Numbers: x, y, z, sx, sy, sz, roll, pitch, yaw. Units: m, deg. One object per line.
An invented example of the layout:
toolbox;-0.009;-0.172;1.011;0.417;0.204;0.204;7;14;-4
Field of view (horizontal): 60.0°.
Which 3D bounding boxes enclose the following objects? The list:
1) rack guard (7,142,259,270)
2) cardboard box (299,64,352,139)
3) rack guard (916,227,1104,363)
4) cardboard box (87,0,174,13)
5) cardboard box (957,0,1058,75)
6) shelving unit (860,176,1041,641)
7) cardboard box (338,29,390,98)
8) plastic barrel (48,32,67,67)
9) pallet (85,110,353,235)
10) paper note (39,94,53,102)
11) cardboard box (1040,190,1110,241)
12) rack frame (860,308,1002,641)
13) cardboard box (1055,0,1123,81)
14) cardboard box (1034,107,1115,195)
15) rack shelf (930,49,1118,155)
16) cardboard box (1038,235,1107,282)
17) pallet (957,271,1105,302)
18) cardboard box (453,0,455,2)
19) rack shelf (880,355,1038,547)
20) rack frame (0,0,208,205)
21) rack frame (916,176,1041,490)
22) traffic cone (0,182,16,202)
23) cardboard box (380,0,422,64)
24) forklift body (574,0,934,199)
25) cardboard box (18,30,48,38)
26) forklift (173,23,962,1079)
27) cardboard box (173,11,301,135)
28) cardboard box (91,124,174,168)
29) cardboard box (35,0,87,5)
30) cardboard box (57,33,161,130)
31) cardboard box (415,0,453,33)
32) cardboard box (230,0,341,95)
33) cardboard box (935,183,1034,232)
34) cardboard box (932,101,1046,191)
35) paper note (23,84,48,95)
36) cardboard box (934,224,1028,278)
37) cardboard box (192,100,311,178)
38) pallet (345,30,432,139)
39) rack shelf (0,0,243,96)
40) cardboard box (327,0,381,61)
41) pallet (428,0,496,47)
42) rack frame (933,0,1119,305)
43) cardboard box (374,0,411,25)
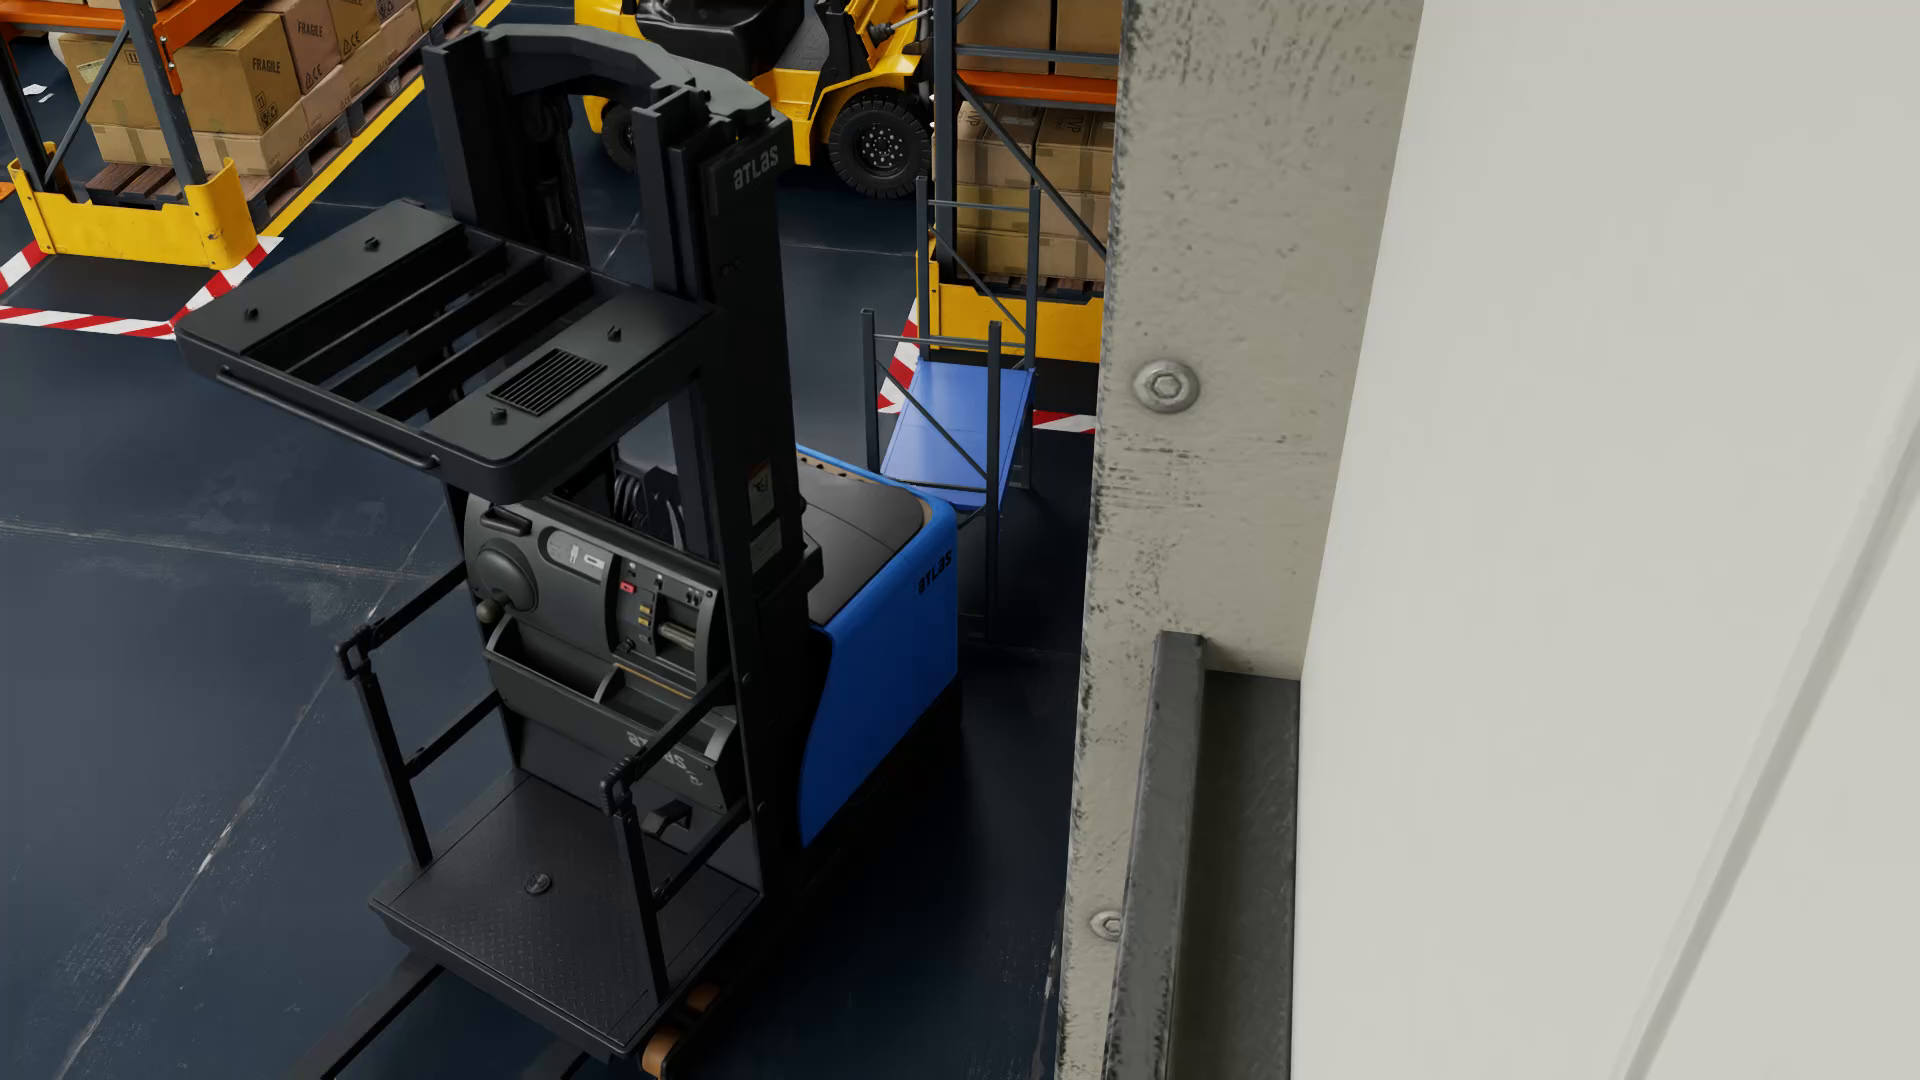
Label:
rack guard;-4.493;-1.823;9.063;1.175;0.500;0.348;6;40;8
cardboard box;-3.998;-2.636;9.913;0.500;0.250;0.500;8;40;9
rack guard;0.379;-1.215;8.328;1.175;0.500;0.348;6;40;8
cardboard box;-4.243;-2.832;8.519;0.380;0.149;0.250;7;40;8
cardboard box;0.210;-2.570;7.926;0.500;0.500;0.500;6;40;7
shelving unit;-0.015;-0.524;6.707;0.538;1.500;1.048;6;40;8
cardboard box;-3.916;-2.980;10.329;0.500;0.250;0.500;9;40;11
plastic barrel;-5.640;-3.209;10.799;0.421;0.421;0.512;-28;47;-30
pallet;-4.318;-2.218;9.767;1.003;0.211;1.213;6;40;8
paper note;-5.867;-2.839;10.676;0.032;0.001;0.123;6;40;8
cardboard box;0.669;-1.761;8.462;0.500;0.250;0.500;7;40;8
rack frame;-0.103;-0.205;6.321;0.500;1.500;0.032;6;40;8
cardboard box;0.743;-2.513;7.856;0.500;0.500;0.500;8;40;9
cardboard box;0.653;-1.962;8.313;0.500;0.250;0.500;6;40;7
rack shelf;0.729;-3.172;9.297;1.077;0.370;4.000;6;40;8
cardboard box;0.661;-1.583;8.638;0.500;0.250;0.500;7;40;8
pallet;0.474;-1.604;9.024;1.003;0.211;1.213;6;40;8
cardboard box;-3.651;-3.951;11.502;0.500;0.250;0.500;8;40;10
rack shelf;-0.015;-0.386;6.822;0.538;0.185;1.000;6;40;8
rack frame;-4.506;-2.739;8.208;1.000;3.000;0.127;6;40;8
rack frame;0.073;-0.844;7.093;0.500;1.500;0.032;6;40;8
traffic cone;-5.702;-2.173;9.515;0.336;0.463;0.334;6;40;8
cardboard box;-3.826;-3.297;10.712;0.500;0.250;0.500;7;40;8
forklift body;-1.085;-3.258;9.502;2.313;2.155;1.214;6;40;8
cardboard box;-6.542;-3.798;11.343;0.797;0.637;0.503;6;40;8
forklift;-1.191;0.215;4.690;1.130;2.935;3.031;21;44;24
cardboard box;-4.091;-2.621;9.305;0.500;0.500;0.500;5;40;6
cardboard box;-4.627;-2.393;9.618;0.500;0.250;0.500;6;40;7
cardboard box;-4.652;-2.900;8.601;0.380;0.149;0.250;8;40;9
cardboard box;-4.624;-2.661;9.355;0.500;0.500;0.500;7;40;8
cardboard box;-3.734;-3.615;11.097;0.500;0.250;0.500;5;40;6
cardboard box;-4.004;-2.949;9.703;0.500;0.500;0.500;5;40;6
cardboard box;0.160;-1.828;8.543;0.500;0.250;0.500;6;40;7
cardboard box;0.156;-2.005;8.364;0.500;0.250;0.500;8;40;9
paper note;-6.008;-2.919;10.766;0.148;0.019;0.142;20;44;23
cardboard box;0.154;-1.626;8.690;0.500;0.250;0.500;7;40;8
cardboard box;-4.094;-2.317;9.526;0.500;0.250;0.500;6;40;7
pallet;-4.104;-2.981;10.690;1.003;0.211;1.213;6;40;8
rack shelf;-4.160;-3.717;9.956;1.077;0.370;4.000;6;40;8
cardboard box;-3.910;-3.263;10.083;0.500;0.500;0.500;7;40;9
pallet;-3.895;-3.749;11.619;1.003;0.211;1.213;6;40;8
rack frame;0.383;-2.194;7.549;1.000;3.000;0.127;6;40;8
cardboard box;-3.825;-3.600;10.489;0.500;0.500;0.500;8;40;10
